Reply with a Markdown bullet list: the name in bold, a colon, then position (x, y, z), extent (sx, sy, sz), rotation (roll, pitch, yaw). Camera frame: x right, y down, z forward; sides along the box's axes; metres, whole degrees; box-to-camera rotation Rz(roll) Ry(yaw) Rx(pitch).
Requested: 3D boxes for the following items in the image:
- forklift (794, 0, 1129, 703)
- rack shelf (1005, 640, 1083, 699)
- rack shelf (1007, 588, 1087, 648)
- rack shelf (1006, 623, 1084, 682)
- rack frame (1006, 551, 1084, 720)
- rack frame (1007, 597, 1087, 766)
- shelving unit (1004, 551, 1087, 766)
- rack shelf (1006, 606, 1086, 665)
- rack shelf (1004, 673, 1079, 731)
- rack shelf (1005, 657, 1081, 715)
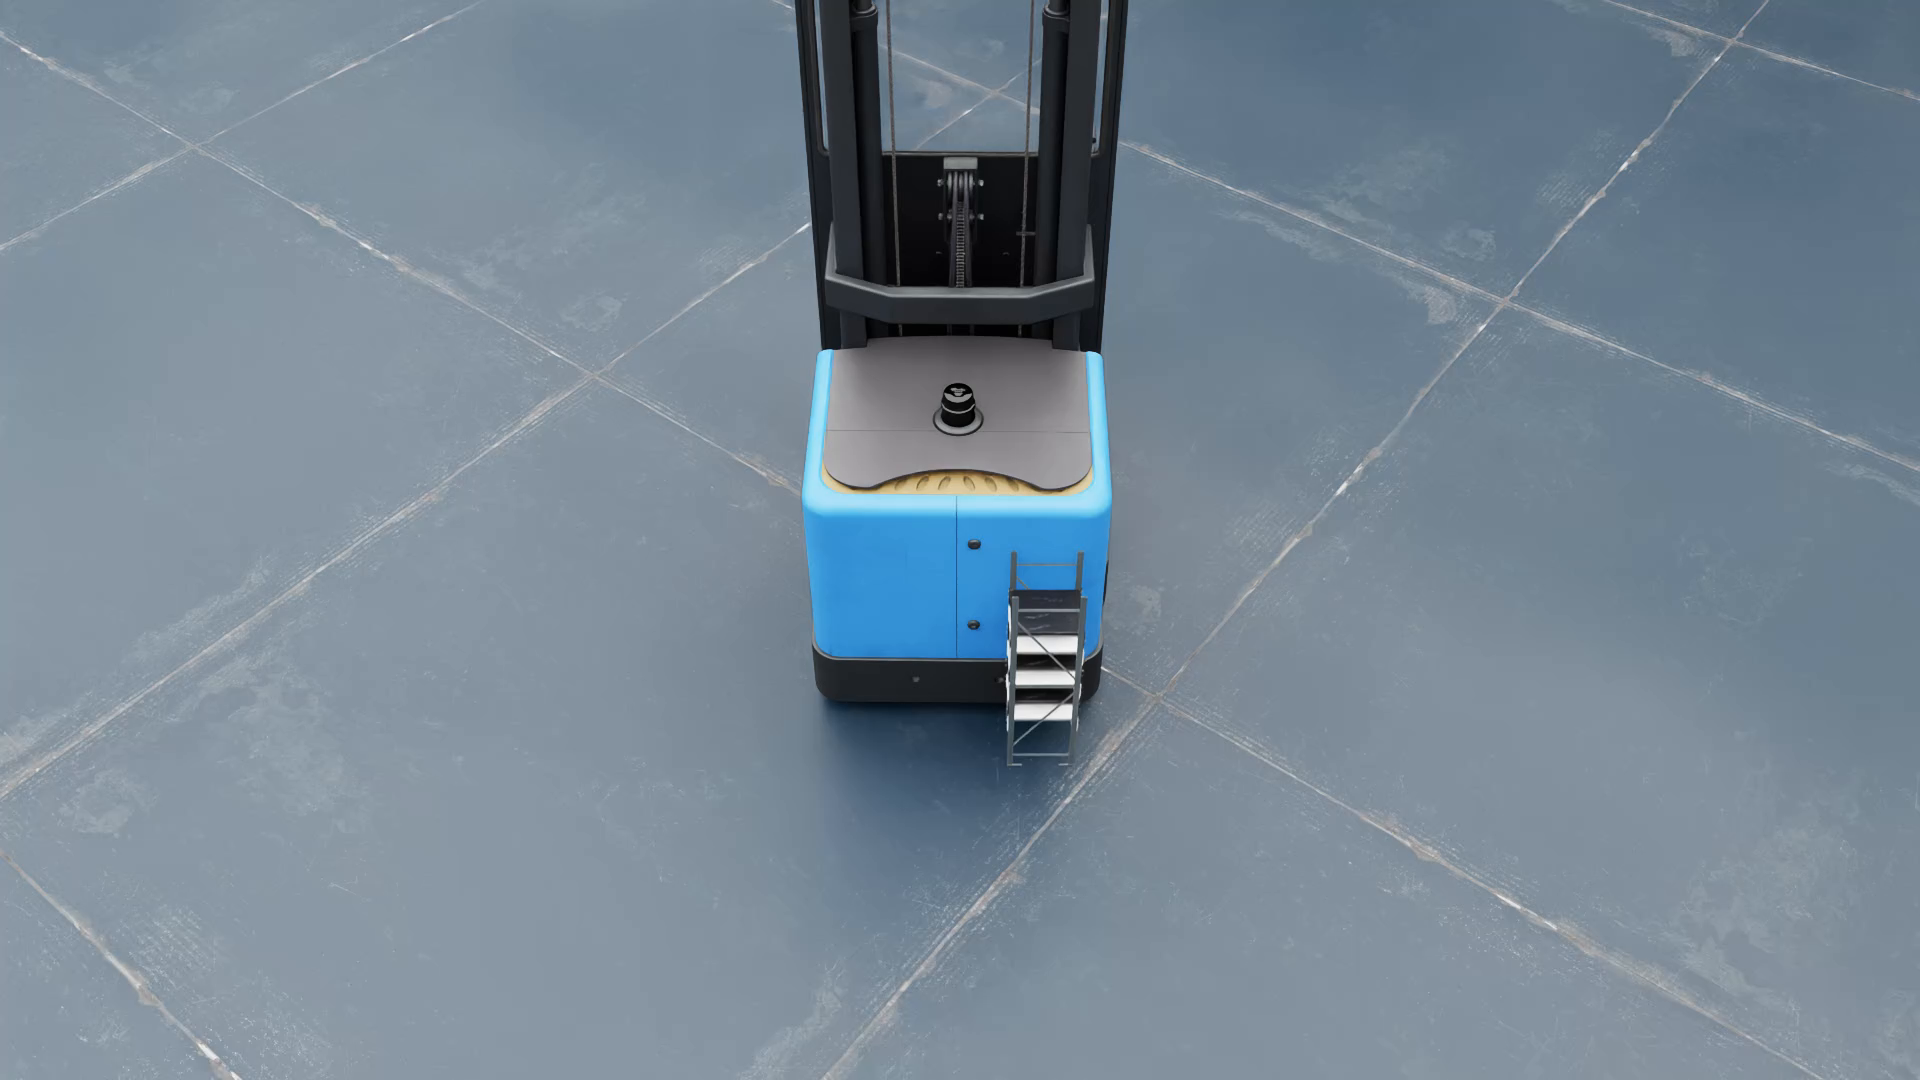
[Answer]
- **forklift**: position (0.008, -1.463, 6.120), extent (1.130, 2.935, 3.031), rotation (1, 46, 0)
- **rack shelf**: position (0.288, 0.447, 5.746), extent (0.258, 0.077, 0.200), rotation (0, 46, 0)
- **rack shelf**: position (0.288, 0.259, 5.552), extent (0.258, 0.077, 0.200), rotation (0, 46, 0)
- **rack shelf**: position (0.288, 0.384, 5.682), extent (0.258, 0.077, 0.200), rotation (0, 46, 0)
- **rack frame**: position (0.288, 0.350, 5.793), extent (0.240, 0.900, 0.006), rotation (0, 46, 0)
- **rack frame**: position (0.288, 0.497, 5.652), extent (0.240, 0.900, 0.006), rotation (0, 46, 0)
- **shelving unit**: position (0.288, 0.423, 5.722), extent (0.258, 0.900, 0.210), rotation (0, 46, 0)
- **rack shelf**: position (0.288, 0.322, 5.617), extent (0.258, 0.077, 0.200), rotation (0, 46, 0)
- **rack shelf**: position (0.288, 0.572, 5.876), extent (0.258, 0.077, 0.200), rotation (0, 46, 0)
- **rack shelf**: position (0.288, 0.509, 5.811), extent (0.258, 0.077, 0.200), rotation (0, 46, 0)
